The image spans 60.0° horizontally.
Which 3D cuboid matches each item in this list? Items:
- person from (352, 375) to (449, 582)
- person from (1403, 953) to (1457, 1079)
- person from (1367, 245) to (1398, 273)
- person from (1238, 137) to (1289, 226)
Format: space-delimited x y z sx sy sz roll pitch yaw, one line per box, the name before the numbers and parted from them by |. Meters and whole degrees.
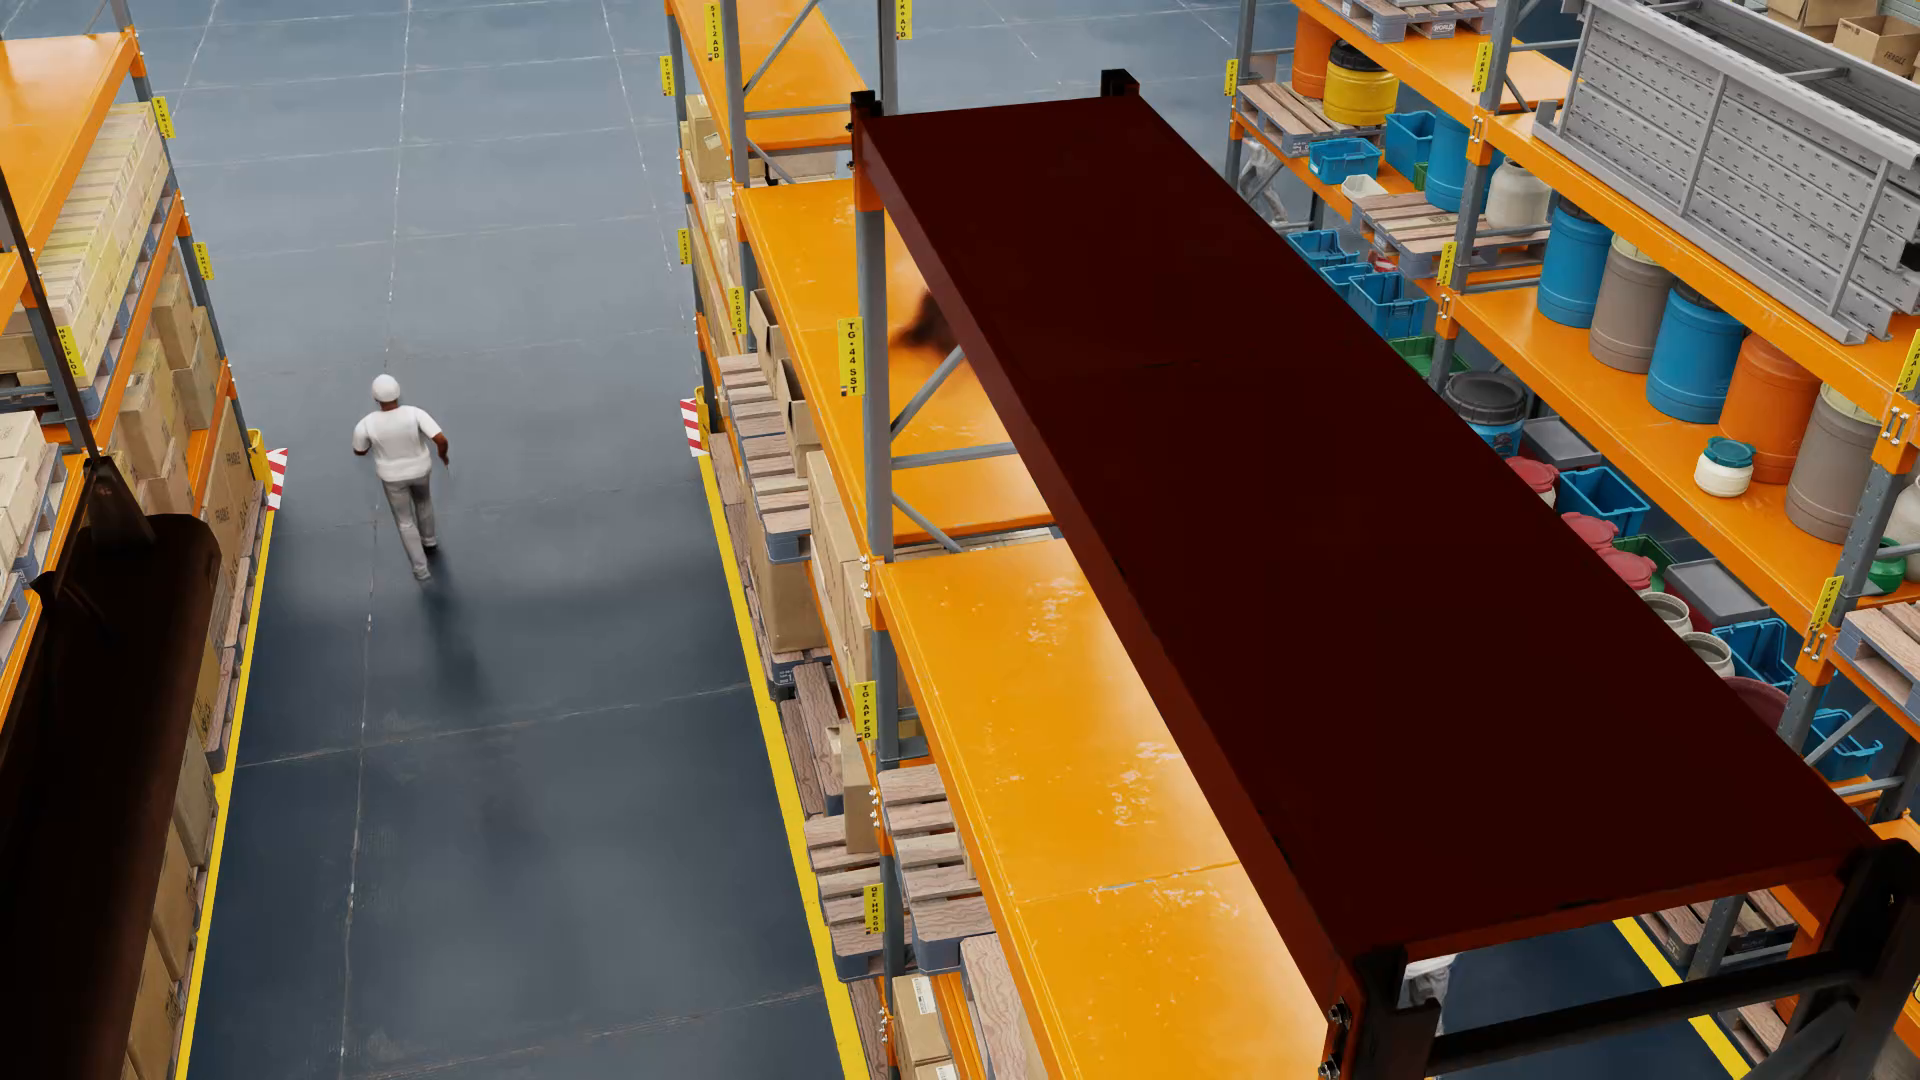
person | -4.416 -0.519 13.258 0.676 1.803 0.879 -16 38 -22
person | 2.396 2.190 8.882 0.653 1.864 0.711 -12 36 -17
person | 4.239 -2.691 16.505 0.691 1.744 0.577 -14 37 -20
person | 3.446 -4.274 18.915 0.710 1.641 0.505 5 35 7
